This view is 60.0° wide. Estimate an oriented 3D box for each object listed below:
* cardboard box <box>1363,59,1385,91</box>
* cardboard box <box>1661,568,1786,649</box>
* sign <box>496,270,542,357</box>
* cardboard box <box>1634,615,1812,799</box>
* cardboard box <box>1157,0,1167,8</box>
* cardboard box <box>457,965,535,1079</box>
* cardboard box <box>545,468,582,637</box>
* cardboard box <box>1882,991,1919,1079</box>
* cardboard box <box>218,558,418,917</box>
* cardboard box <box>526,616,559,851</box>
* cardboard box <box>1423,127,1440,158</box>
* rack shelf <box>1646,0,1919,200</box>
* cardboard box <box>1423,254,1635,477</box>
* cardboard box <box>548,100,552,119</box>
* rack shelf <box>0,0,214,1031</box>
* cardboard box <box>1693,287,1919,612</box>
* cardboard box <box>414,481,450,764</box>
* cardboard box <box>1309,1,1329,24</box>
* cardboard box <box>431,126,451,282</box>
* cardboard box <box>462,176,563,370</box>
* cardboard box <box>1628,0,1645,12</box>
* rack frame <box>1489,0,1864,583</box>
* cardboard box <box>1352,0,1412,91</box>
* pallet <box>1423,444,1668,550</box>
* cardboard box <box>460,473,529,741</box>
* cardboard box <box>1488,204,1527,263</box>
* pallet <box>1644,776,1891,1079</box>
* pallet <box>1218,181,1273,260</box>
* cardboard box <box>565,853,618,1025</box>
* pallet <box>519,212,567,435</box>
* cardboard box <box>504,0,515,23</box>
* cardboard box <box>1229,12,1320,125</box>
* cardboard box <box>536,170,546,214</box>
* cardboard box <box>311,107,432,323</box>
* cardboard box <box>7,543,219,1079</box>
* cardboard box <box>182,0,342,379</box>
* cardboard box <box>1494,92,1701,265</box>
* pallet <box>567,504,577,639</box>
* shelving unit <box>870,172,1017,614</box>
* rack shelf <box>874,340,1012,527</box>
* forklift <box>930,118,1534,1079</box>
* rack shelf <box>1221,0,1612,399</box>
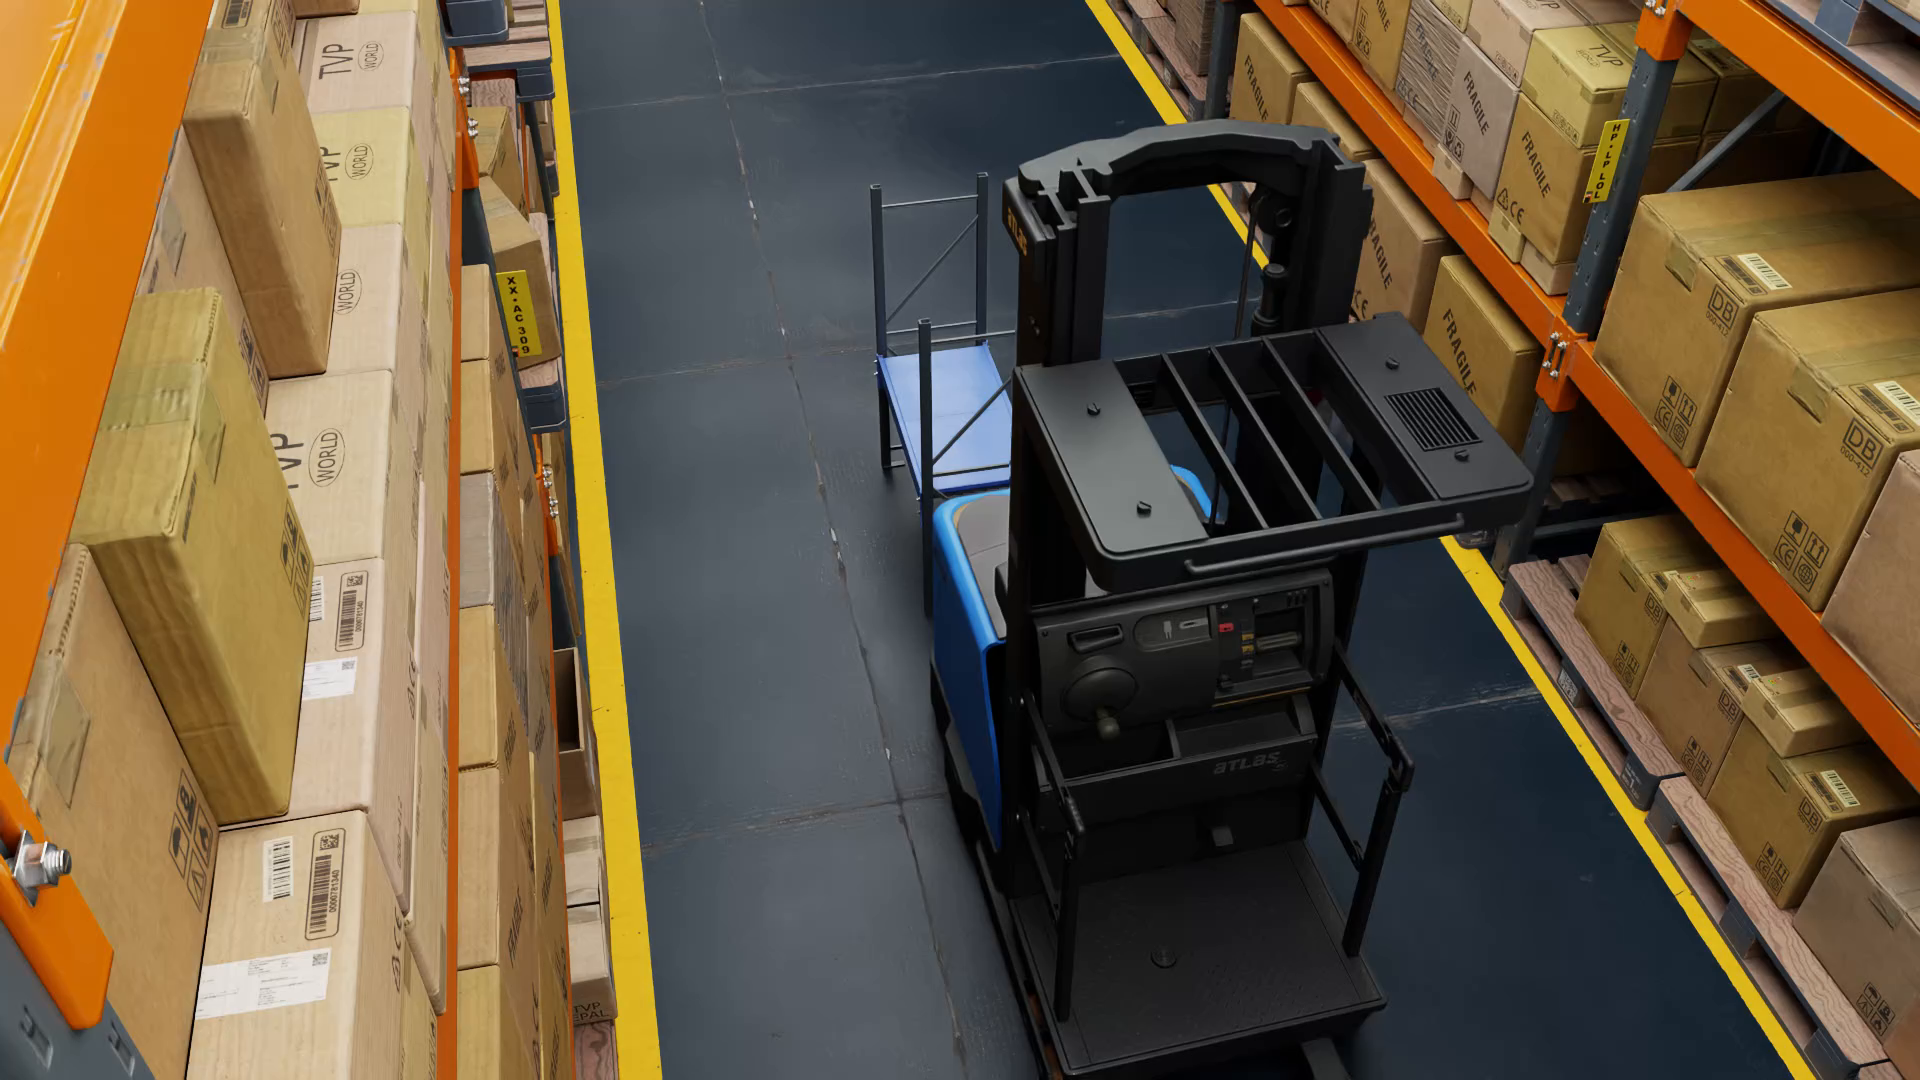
[{"bbox_3d":[2.184,-2.311,8.050,0.380,0.149,0.250,-8,42,-9],"label":"cardboard box"},{"bbox_3d":[2.818,0.238,6.082,0.380,0.149,0.250,-7,42,-8],"label":"cardboard box"},{"bbox_3d":[-1.447,-0.739,5.452,0.100,0.325,0.005,-8,42,-9],"label":"sign"},{"bbox_3d":[3.027,0.559,6.209,0.700,0.500,0.500,-9,42,-10],"label":"cardboard box"},{"bbox_3d":[1.658,-3.995,11.324,0.700,0.500,0.500,-9,42,-10],"label":"cardboard box"},{"bbox_3d":[-1.071,1.186,3.107,0.500,0.500,0.500,-8,42,-9],"label":"cardboard box"},{"bbox_3d":[-1.842,0.090,6.723,0.500,0.500,0.500,-10,43,-11],"label":"cardboard box"},{"bbox_3d":[3.367,1.563,5.079,0.700,0.500,0.500,-8,42,-9],"label":"cardboard box"},{"bbox_3d":[-1.070,0.313,2.397,0.500,0.250,0.500,-8,42,-9],"label":"cardboard box"},{"bbox_3d":[-1.391,0.584,4.539,0.500,0.500,0.500,-7,42,-8],"label":"cardboard box"},{"bbox_3d":[2.319,-1.802,7.476,0.380,0.149,0.250,-8,42,-9],"label":"cardboard box"},{"bbox_3d":[3.292,-0.601,4.231,1.077,0.370,4.000,-8,42,-9],"label":"rack shelf"},{"bbox_3d":[2.593,-0.800,7.477,0.750,0.750,0.750,-8,42,-9],"label":"cardboard box"},{"bbox_3d":[-2.775,-2.761,10.137,0.500,0.250,0.500,-9,42,-10],"label":"cardboard box"},{"bbox_3d":[-1.544,-1.009,2.434,1.077,0.370,4.000,-8,42,-9],"label":"rack shelf"},{"bbox_3d":[3.114,-0.329,5.416,0.980,0.700,0.700,-9,42,-10],"label":"cardboard box"},{"bbox_3d":[-1.180,0.176,2.928,0.500,0.250,0.500,-8,42,-9],"label":"cardboard box"},{"bbox_3d":[2.037,-2.810,8.612,0.380,0.149,0.250,-9,42,-10],"label":"cardboard box"},{"bbox_3d":[-1.513,-0.795,4.021,0.500,0.250,0.500,-8,42,-9],"label":"cardboard box"},{"bbox_3d":[-1.859,-0.866,5.856,0.700,0.500,0.500,-23,46,-23],"label":"cardboard box"},{"bbox_3d":[2.896,-2.155,6.820,0.500,0.250,0.500,-8,42,-9],"label":"cardboard box"},{"bbox_3d":[2.860,-1.044,6.449,1.000,3.000,0.127,-8,42,-9],"label":"rack frame"},{"bbox_3d":[2.182,-2.443,7.710,0.500,0.500,0.500,-7,42,-8],"label":"cardboard box"},{"bbox_3d":[2.620,-0.491,7.926,1.003,0.211,1.213,-8,42,-9],"label":"pallet"},{"bbox_3d":[-1.392,0.206,4.212,0.500,0.500,0.500,-8,42,-9],"label":"cardboard box"},{"bbox_3d":[2.434,-1.297,6.907,0.380,0.149,0.250,-8,42,-8],"label":"cardboard box"},{"bbox_3d":[3.215,1.295,5.914,1.003,0.211,1.213,-8,42,-9],"label":"pallet"},{"bbox_3d":[2.094,-2.072,9.707,1.003,0.211,1.213,-8,42,-9],"label":"pallet"},{"bbox_3d":[-1.414,1.324,5.475,0.500,0.311,0.500,-8,42,-9],"label":"cardboard box"},{"bbox_3d":[-2.042,-0.794,6.311,1.003,0.211,1.213,-8,42,-9],"label":"pallet"},{"bbox_3d":[-2.593,-2.727,7.953,0.700,0.500,0.500,-22,46,-23],"label":"cardboard box"},{"bbox_3d":[2.028,-2.495,9.386,0.750,0.750,0.750,-9,42,-10],"label":"cardboard box"},{"bbox_3d":[-2.408,-1.582,8.606,0.500,0.500,0.500,-7,42,-8],"label":"cardboard box"},{"bbox_3d":[-1.395,-0.659,3.492,0.500,0.250,0.500,-8,42,-9],"label":"cardboard box"},{"bbox_3d":[-1.239,0.397,1.737,0.700,0.500,0.500,-8,42,-9],"label":"cardboard box"},{"bbox_3d":[-1.494,-0.586,2.844,0.700,0.500,0.500,-8,42,-9],"label":"cardboard box"},{"bbox_3d":[2.515,-1.464,6.607,0.500,0.500,0.500,-9,42,-10],"label":"cardboard box"},{"bbox_3d":[-2.188,0.189,7.160,1.003,0.211,1.213,-8,42,-9],"label":"pallet"},{"bbox_3d":[-0.018,-0.616,7.096,0.538,1.500,1.048,-8,42,-9],"label":"shelving unit"},{"bbox_3d":[-0.018,-0.482,7.216,0.538,0.185,1.000,-8,42,-9],"label":"rack shelf"},{"bbox_3d":[0.736,0.433,4.837,1.130,2.935,3.031,-9,42,-10],"label":"forklift"},{"bbox_3d":[2.429,-2.072,8.148,1.077,0.370,4.000,-8,42,-9],"label":"rack shelf"}]
